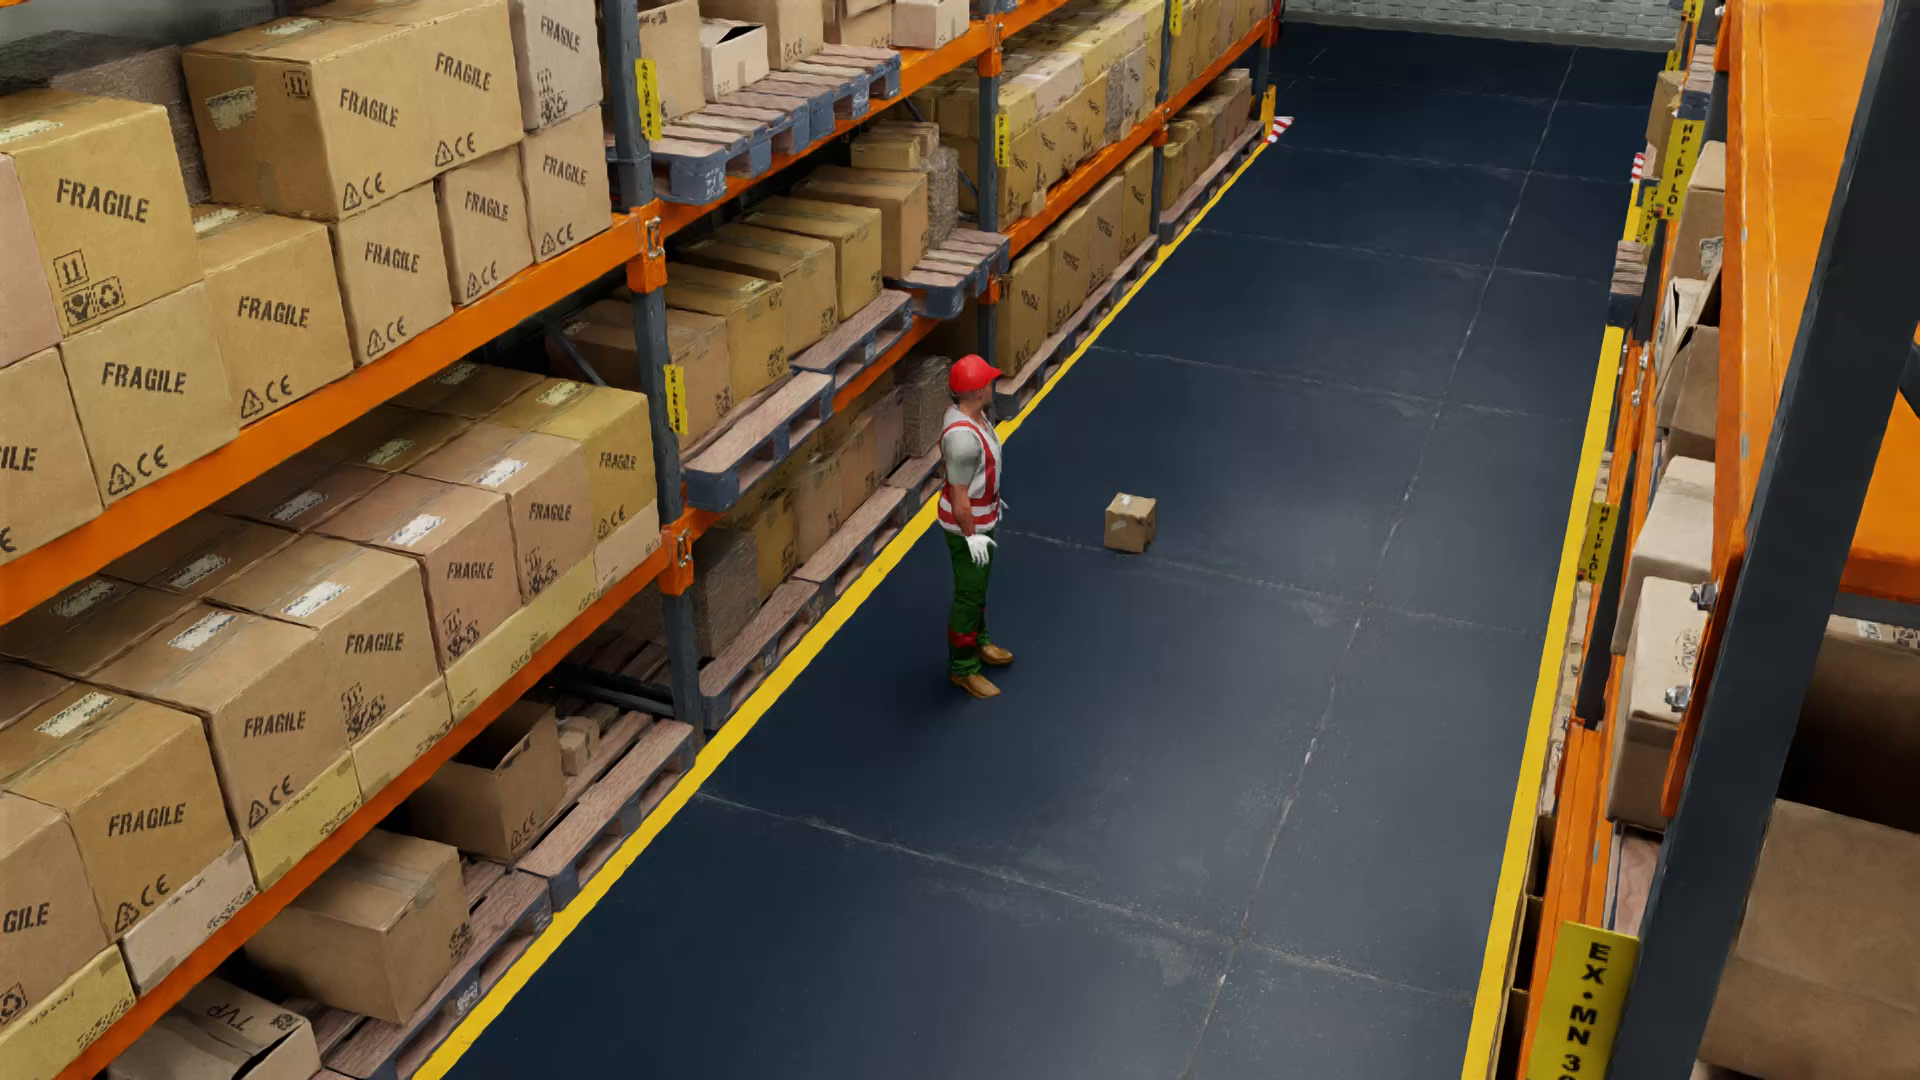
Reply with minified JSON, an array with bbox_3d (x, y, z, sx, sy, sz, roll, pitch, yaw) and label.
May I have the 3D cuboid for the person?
[{"bbox_3d":[0.088,-0.088,8.531,0.405,1.832,0.594,2,29,4],"label":"person"}]
